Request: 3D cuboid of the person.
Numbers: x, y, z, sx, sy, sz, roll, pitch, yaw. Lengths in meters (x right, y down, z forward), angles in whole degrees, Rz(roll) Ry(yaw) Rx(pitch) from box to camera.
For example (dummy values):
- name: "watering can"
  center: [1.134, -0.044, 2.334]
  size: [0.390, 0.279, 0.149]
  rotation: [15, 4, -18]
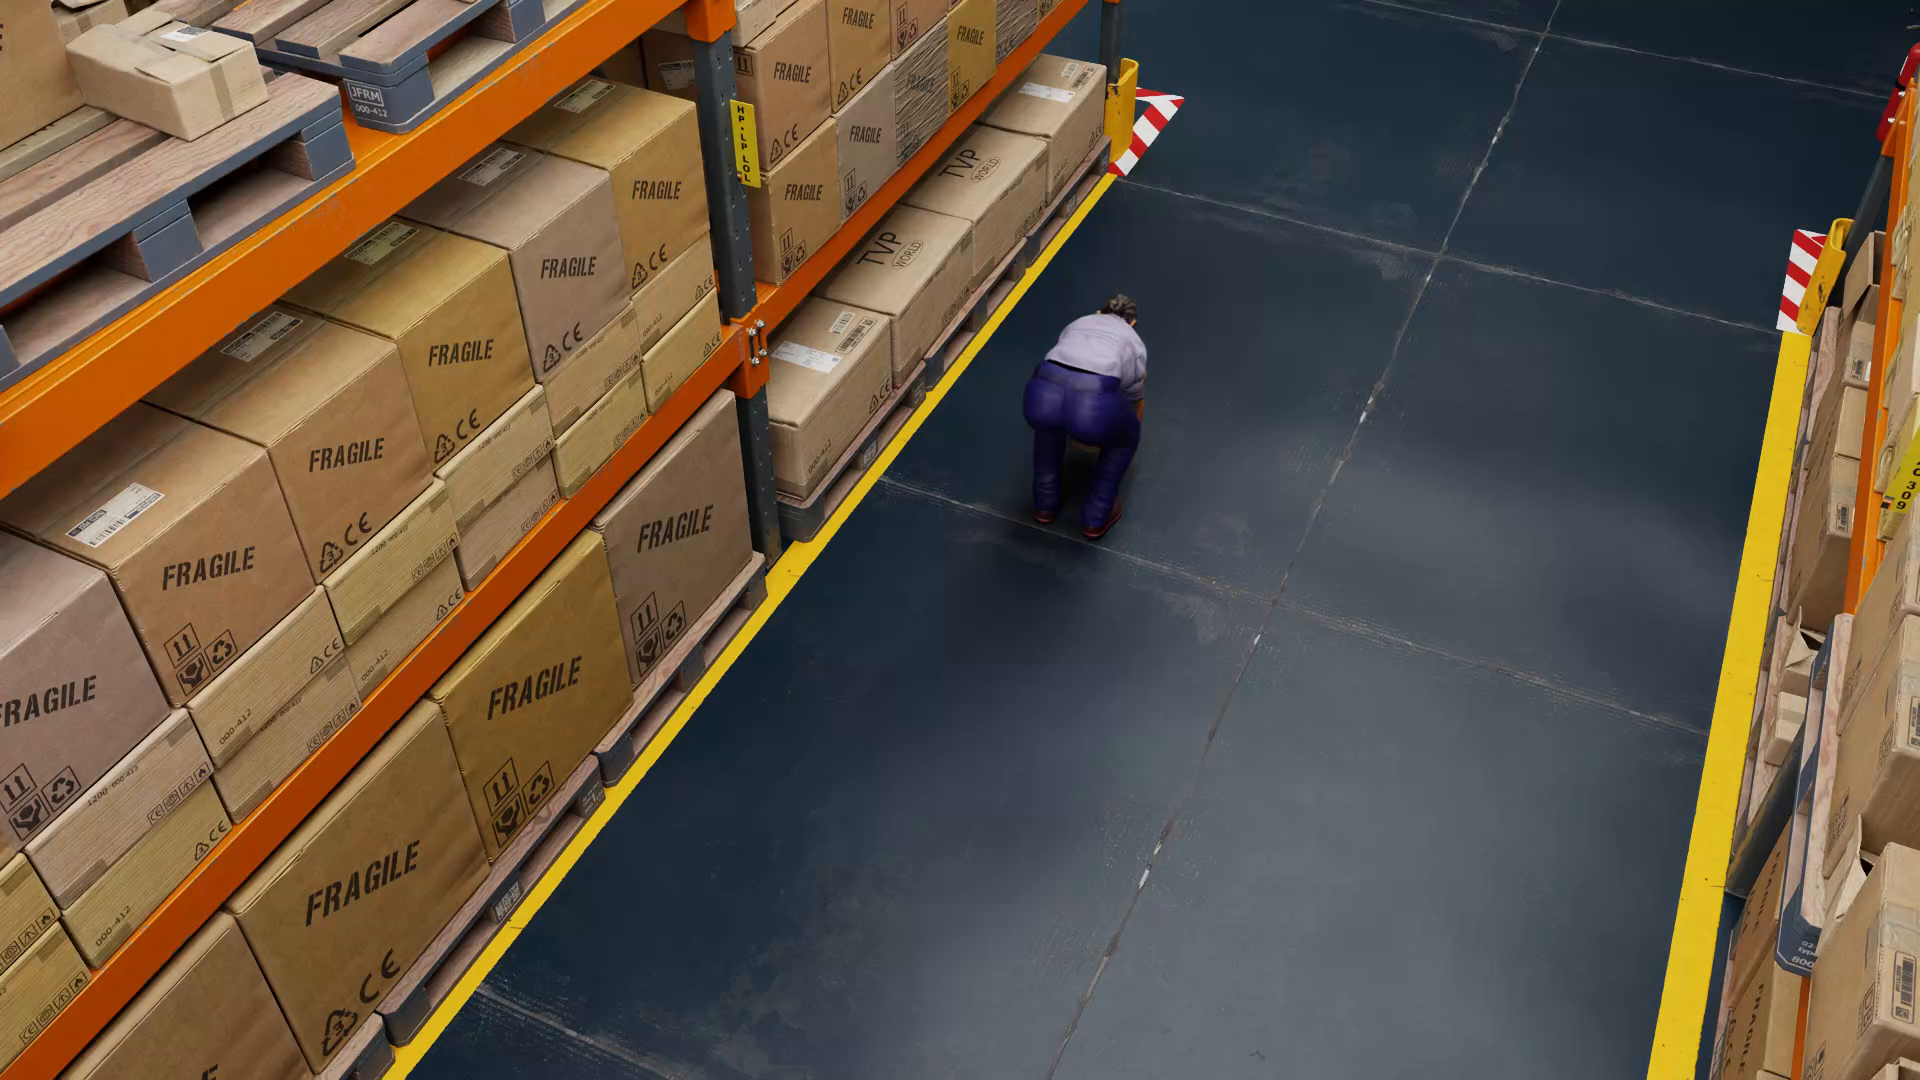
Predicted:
- name: "person"
  center: [0.575, -0.549, 7.293]
  size: [0.480, 0.956, 0.907]
  rotation: [16, 45, 16]
